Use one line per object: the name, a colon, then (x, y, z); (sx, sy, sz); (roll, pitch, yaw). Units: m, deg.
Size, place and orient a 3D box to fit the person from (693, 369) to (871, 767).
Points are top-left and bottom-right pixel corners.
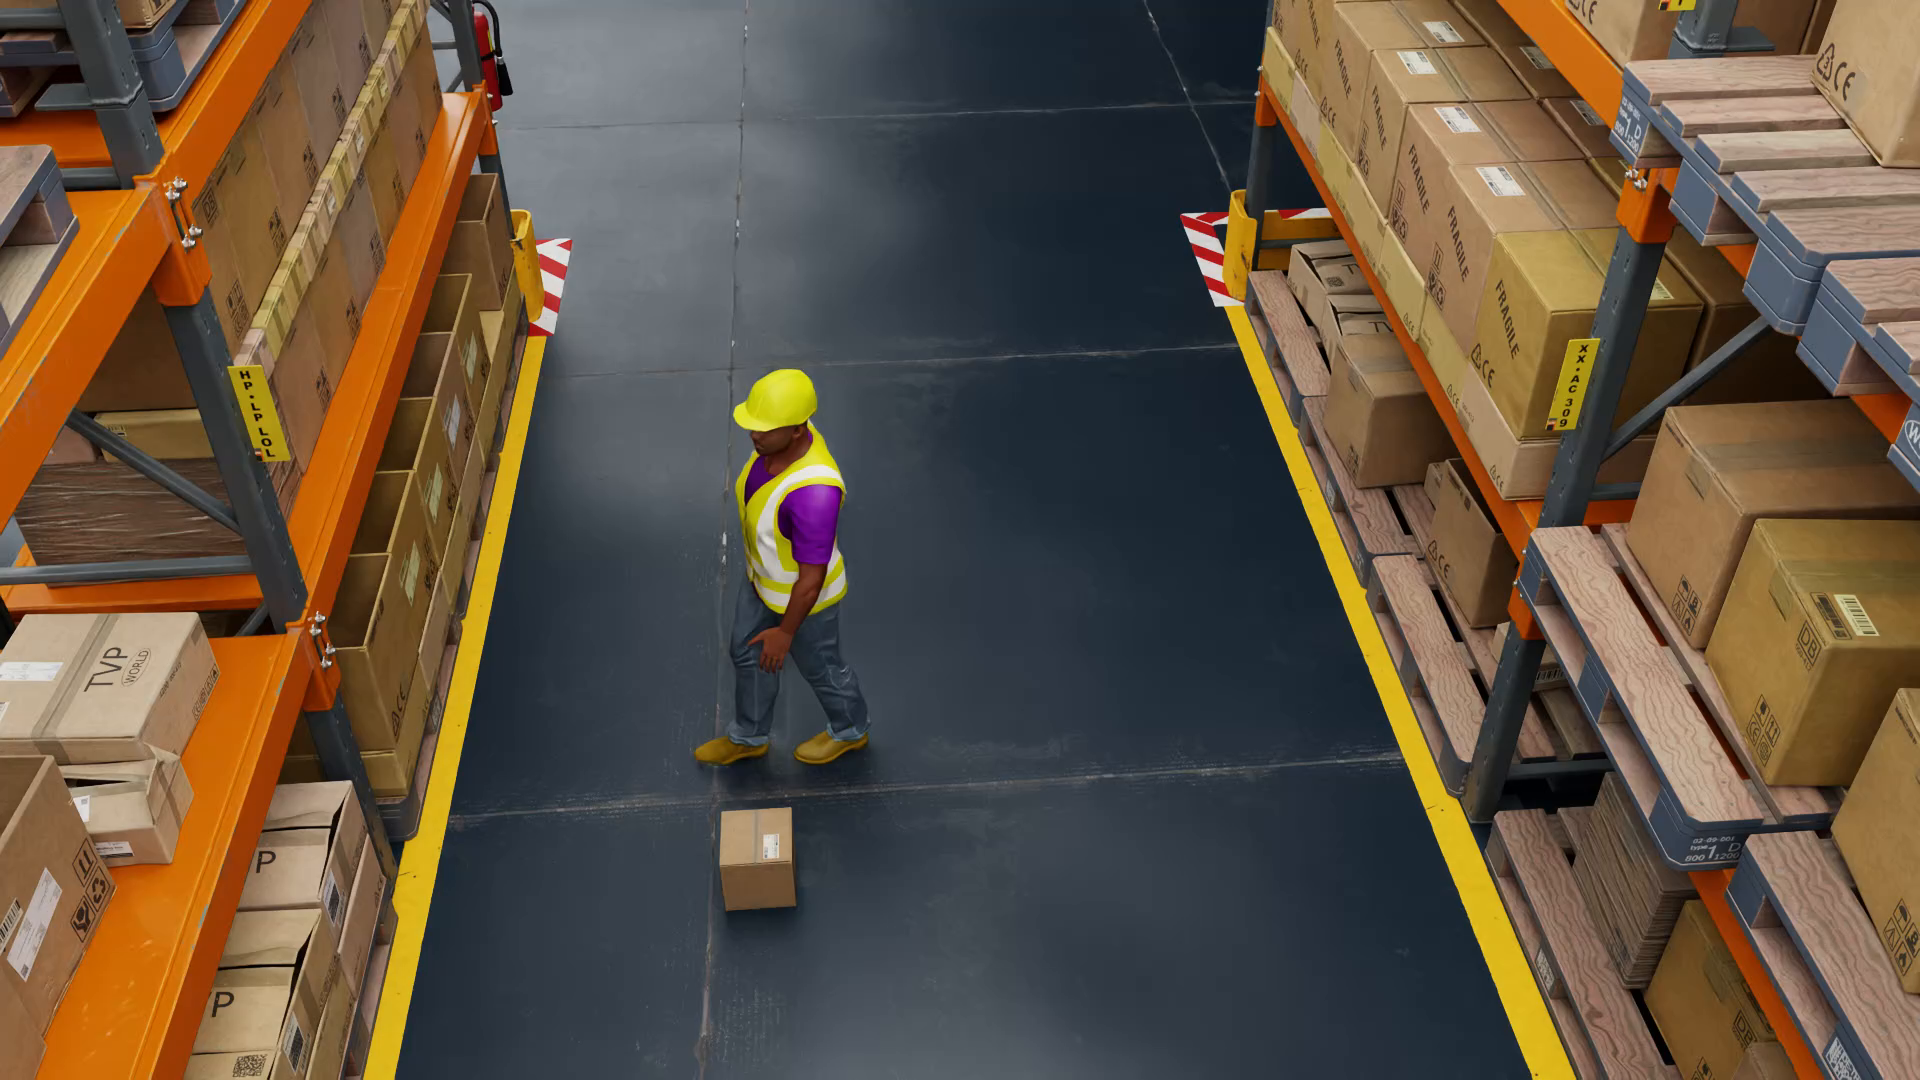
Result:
person: (-0.656, 0.185, 5.908); (0.665, 1.792, 0.620); (-17, 42, -20)
